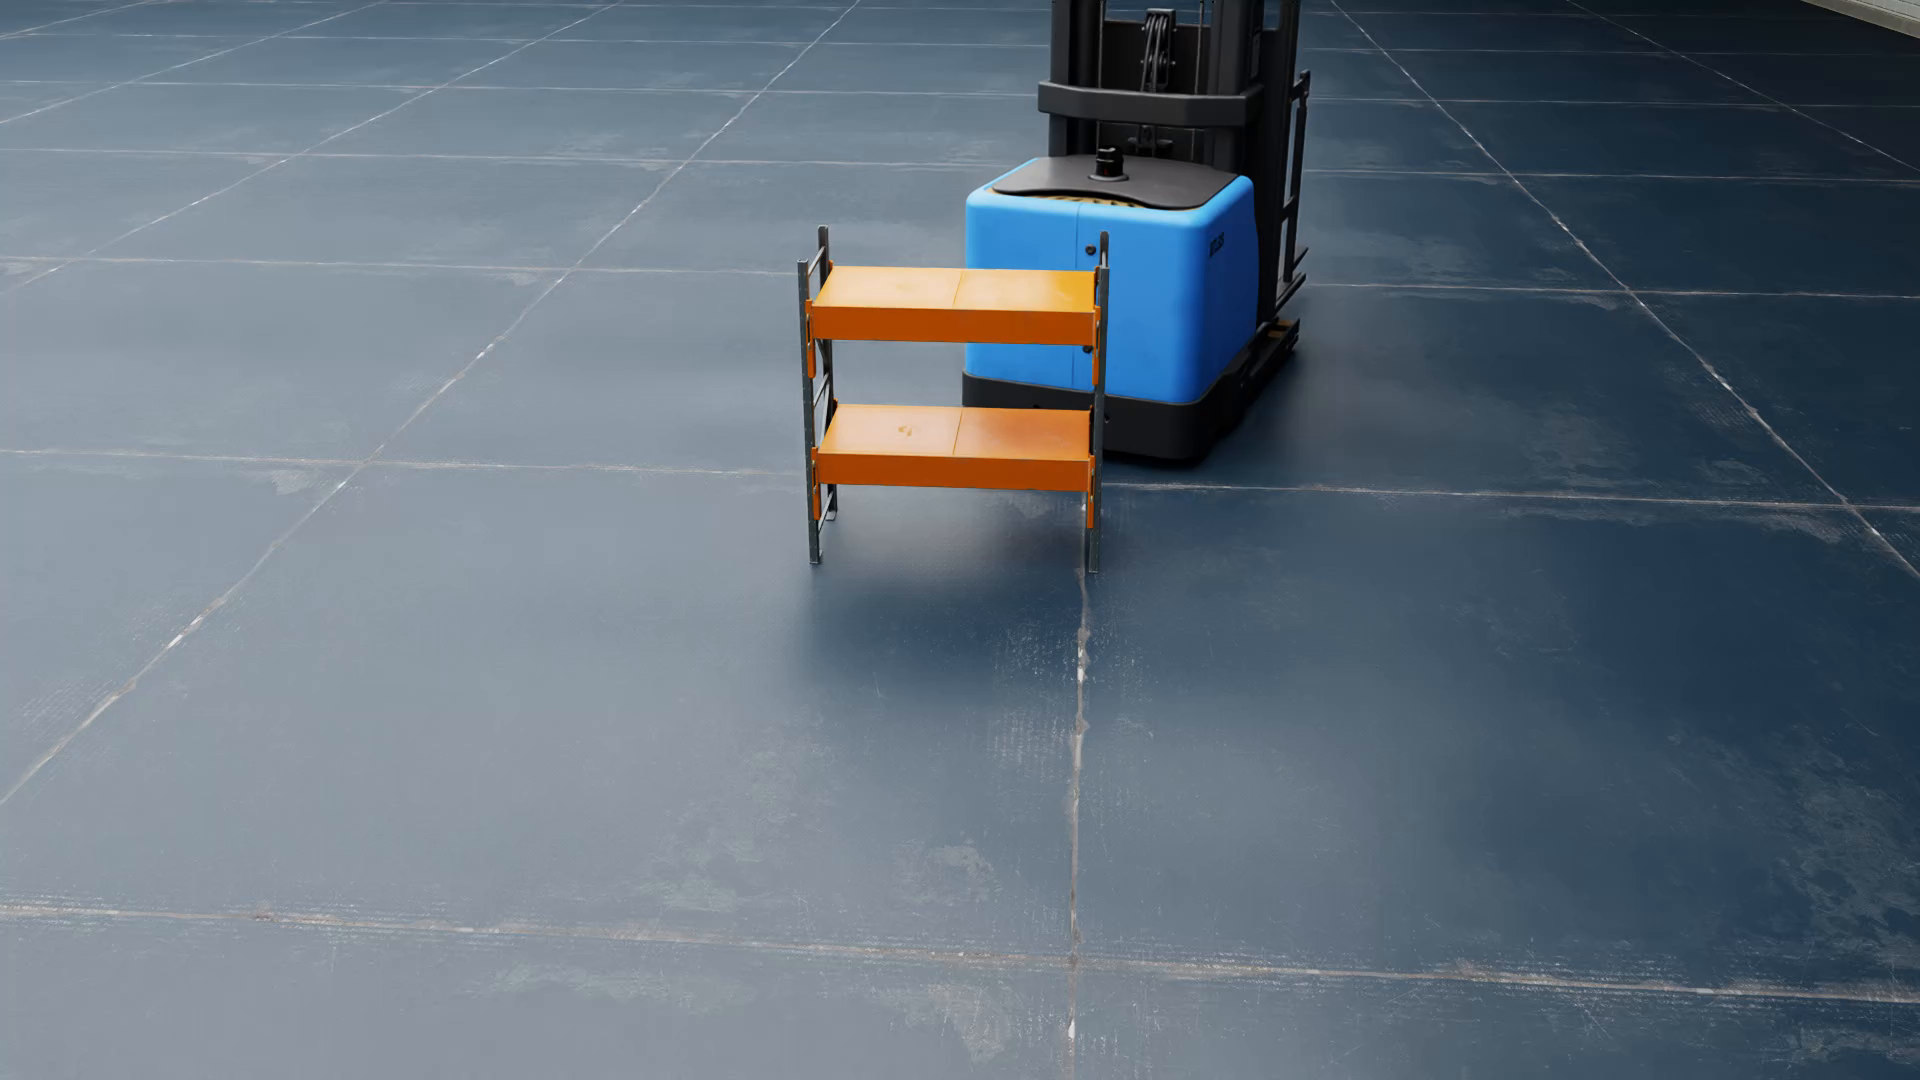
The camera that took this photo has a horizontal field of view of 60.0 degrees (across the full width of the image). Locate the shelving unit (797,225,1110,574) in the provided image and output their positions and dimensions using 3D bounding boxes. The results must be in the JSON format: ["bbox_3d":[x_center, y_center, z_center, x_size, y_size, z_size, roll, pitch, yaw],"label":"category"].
[{"bbox_3d":[-0.007,-0.511,6.015,1.048,1.125,0.538,2,25,4],"label":"shelving unit"}]

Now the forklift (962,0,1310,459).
[{"bbox_3d":[1.046,-2.249,7.631,1.130,2.935,3.031,10,27,21],"label":"forklift"}]

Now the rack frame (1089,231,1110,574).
[{"bbox_3d":[0.500,-0.495,5.980,0.032,1.125,0.500,2,25,4],"label":"rack frame"}]

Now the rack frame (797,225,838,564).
[{"bbox_3d":[-0.514,-0.527,6.051,0.032,1.125,0.500,2,25,4],"label":"rack frame"}]

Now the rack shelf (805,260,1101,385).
[{"bbox_3d":[-0.007,-0.777,5.893,1.000,0.278,0.538,2,25,4],"label":"rack shelf"}]

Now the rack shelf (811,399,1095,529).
[{"bbox_3d":[-0.007,-0.289,6.118,1.000,0.278,0.538,2,25,4],"label":"rack shelf"}]
